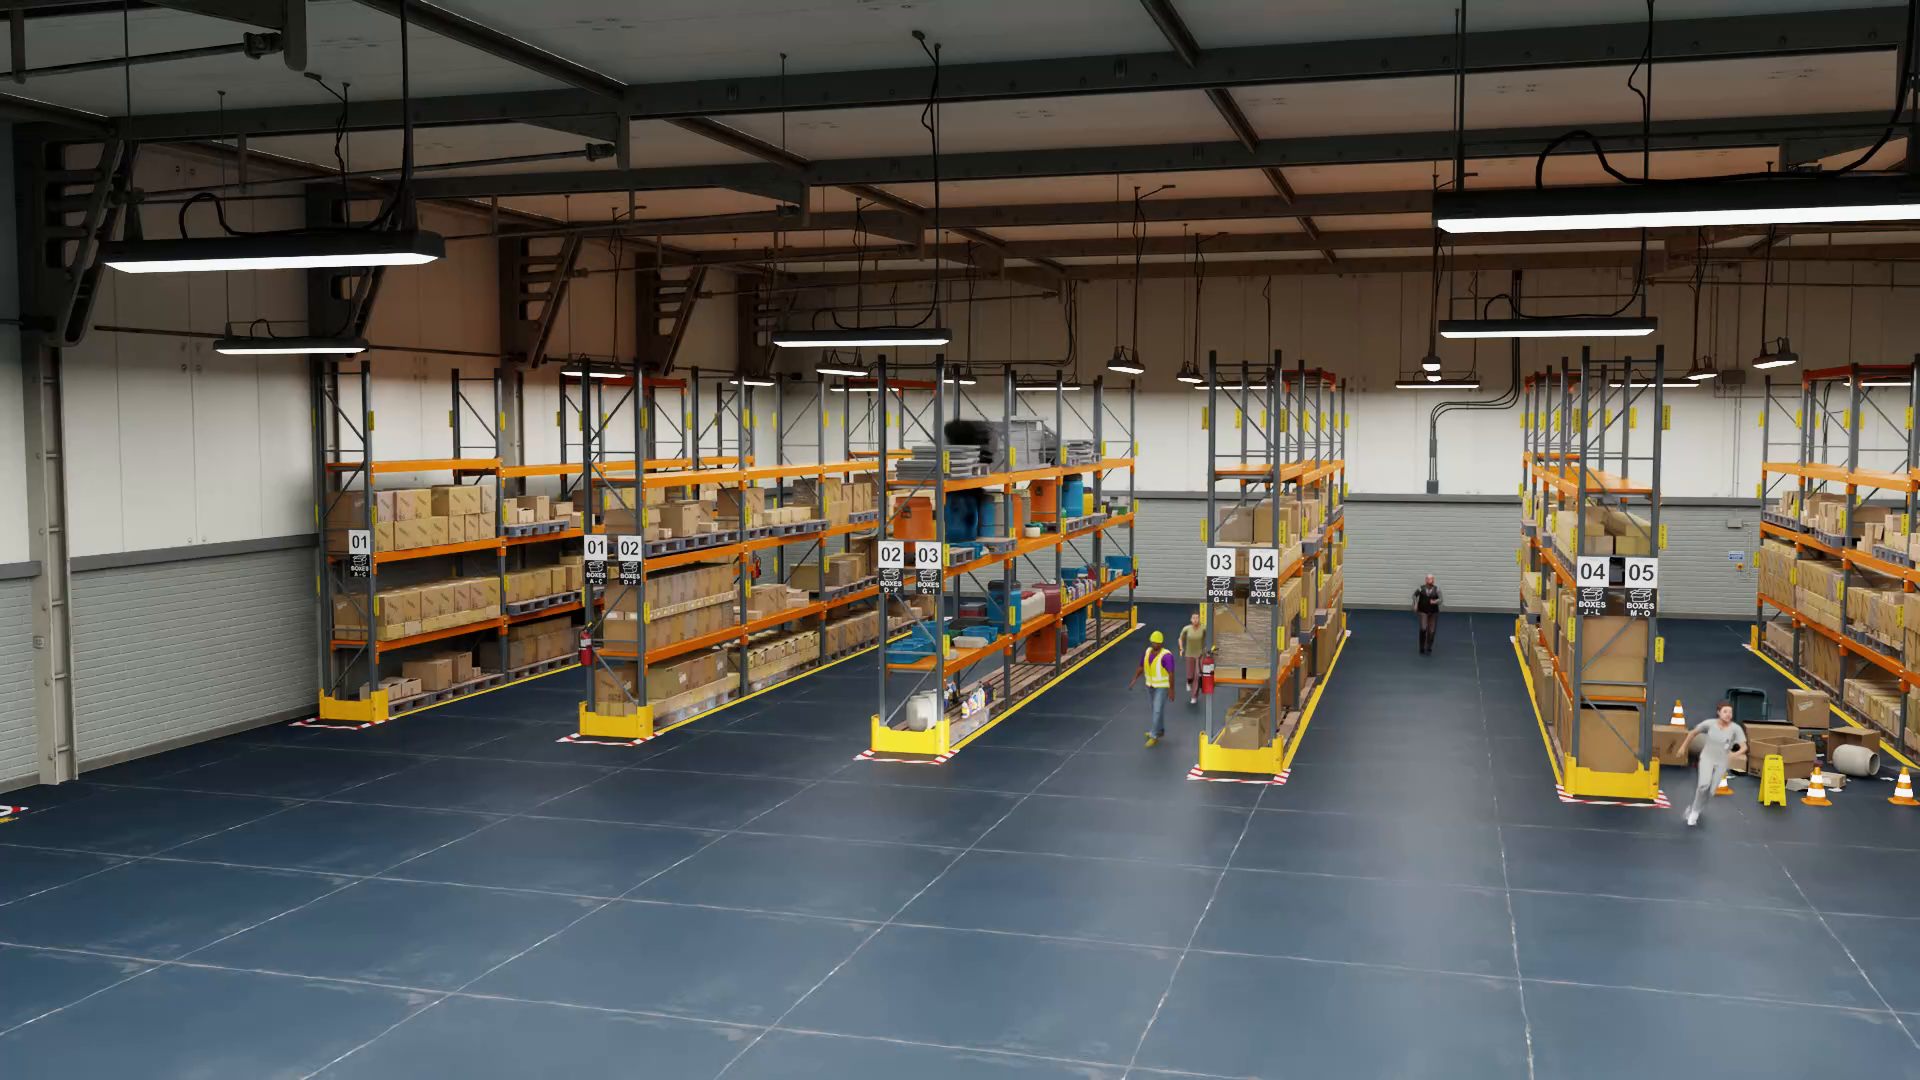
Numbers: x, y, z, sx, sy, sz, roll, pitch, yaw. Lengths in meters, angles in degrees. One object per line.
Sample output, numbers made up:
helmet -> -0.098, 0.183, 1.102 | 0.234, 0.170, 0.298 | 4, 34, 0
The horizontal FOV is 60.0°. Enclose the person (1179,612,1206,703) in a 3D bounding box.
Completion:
person -> 4.215, 2.080, 29.779 | 0.593, 1.625, 0.616 | 0, 4, 4

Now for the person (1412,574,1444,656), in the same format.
person -> 10.029, 1.604, 35.620 | 0.616, 1.748, 0.721 | 1, 4, 9

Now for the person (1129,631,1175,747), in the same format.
person -> 3.013, 2.284, 25.881 | 0.767, 1.759, 0.758 | -3, 5, -39

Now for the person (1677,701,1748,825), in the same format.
person -> 9.290, 2.764, 20.497 | 0.730, 1.585, 0.669 | 1, 4, 10
